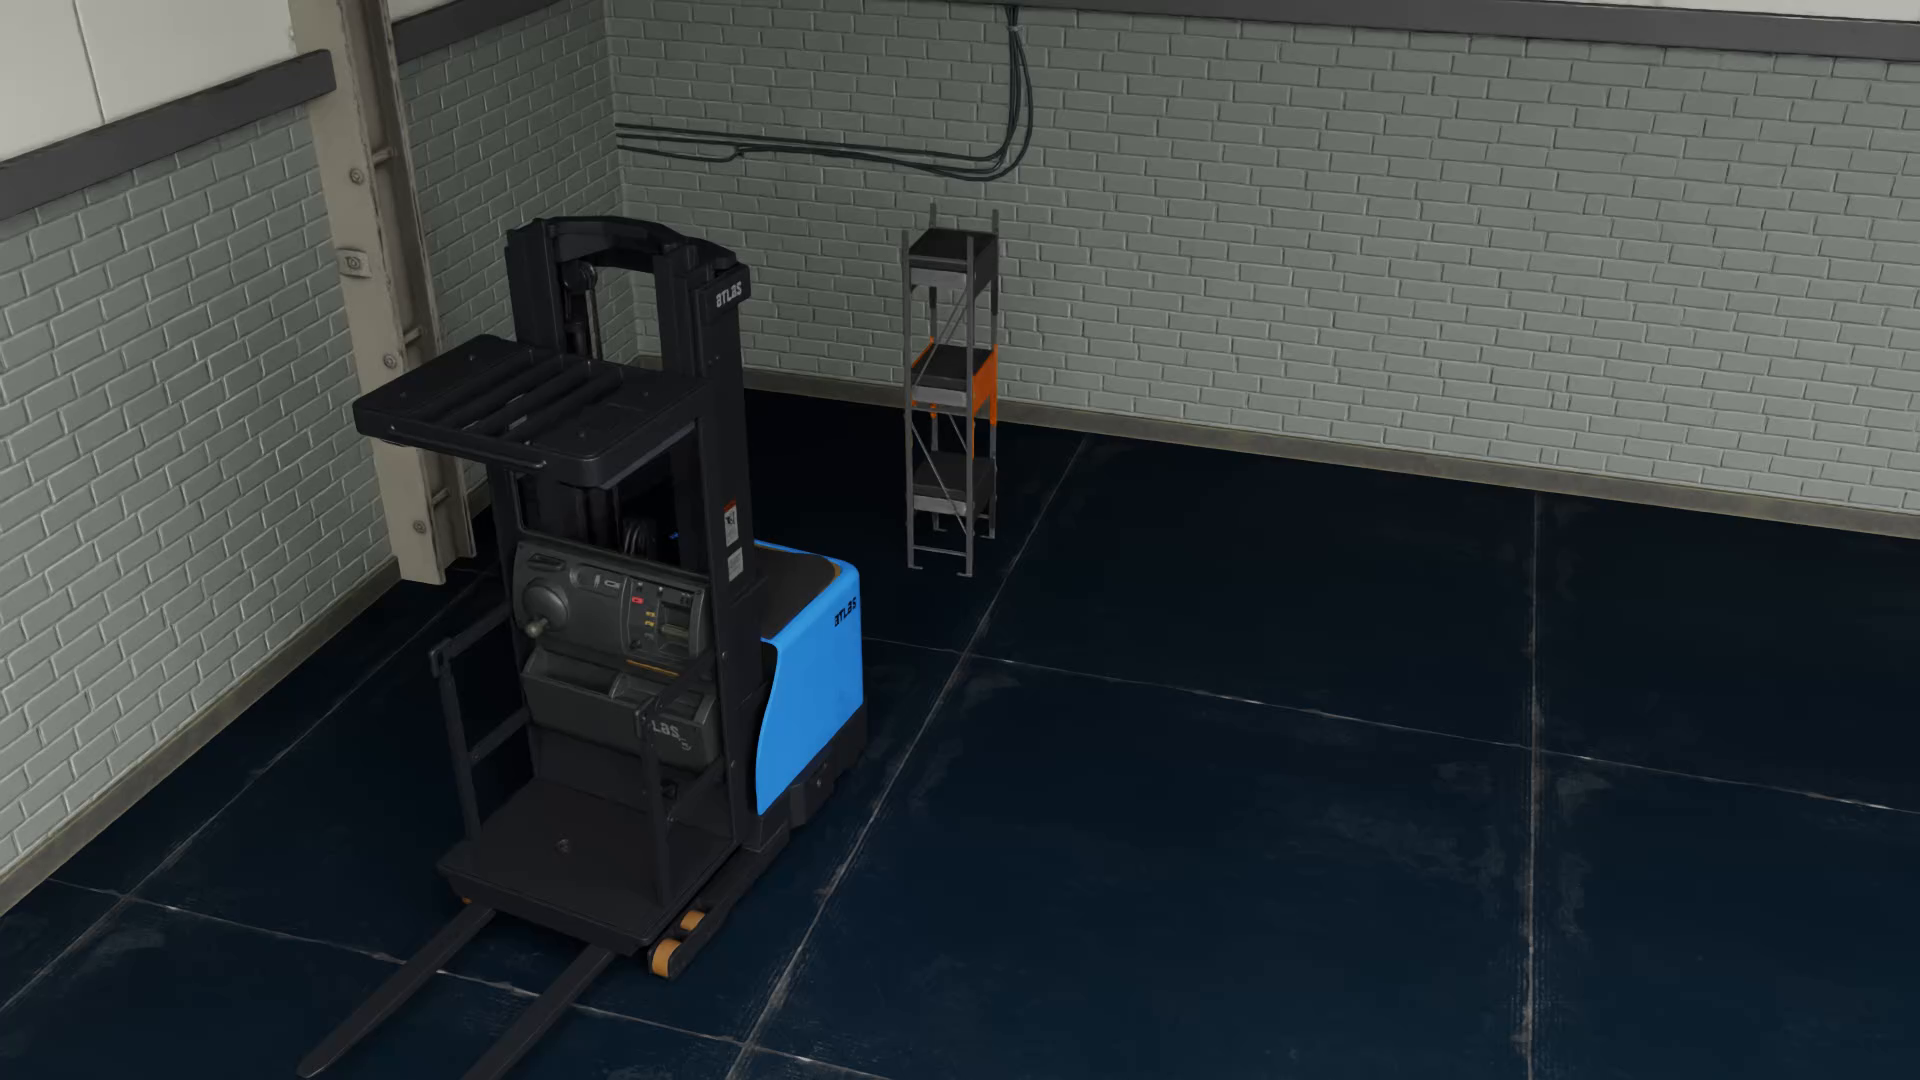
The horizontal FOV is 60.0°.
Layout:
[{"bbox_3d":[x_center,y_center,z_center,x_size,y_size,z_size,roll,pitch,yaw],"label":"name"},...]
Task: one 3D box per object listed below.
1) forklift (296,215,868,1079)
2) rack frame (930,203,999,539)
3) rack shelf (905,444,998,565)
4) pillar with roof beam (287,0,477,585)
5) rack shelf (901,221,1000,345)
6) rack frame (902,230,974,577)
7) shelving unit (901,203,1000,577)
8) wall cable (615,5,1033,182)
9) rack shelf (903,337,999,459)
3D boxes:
[{"bbox_3d":[-1.545,0.316,6.702,1.130,2.935,3.031,13,32,22],"label":"forklift"},{"bbox_3d":[0.023,-0.954,9.840,0.400,2.100,0.015,8,30,15],"label":"rack frame"},{"bbox_3d":[-0.049,-0.217,9.983,0.431,0.518,0.480,8,30,15],"label":"rack shelf"},{"bbox_3d":[0.970,-3.164,6.717,9.100,9.000,0.400,8,30,15],"label":"pillar with roof beam"},{"bbox_3d":[-0.049,-1.440,9.303,0.431,0.518,0.480,8,30,15],"label":"rack shelf"},{"bbox_3d":[-0.120,-0.727,9.433,0.400,2.100,0.015,8,30,15],"label":"rack frame"},{"bbox_3d":[-0.049,-0.841,9.636,0.431,2.100,0.503,8,30,15],"label":"shelving unit"},{"bbox_3d":[-1.017,-3.602,10.697,3.097,2.526,0.112,8,30,15],"label":"wall cable"},{"bbox_3d":[-0.049,-0.829,9.643,0.431,0.518,0.480,8,30,15],"label":"rack shelf"}]
